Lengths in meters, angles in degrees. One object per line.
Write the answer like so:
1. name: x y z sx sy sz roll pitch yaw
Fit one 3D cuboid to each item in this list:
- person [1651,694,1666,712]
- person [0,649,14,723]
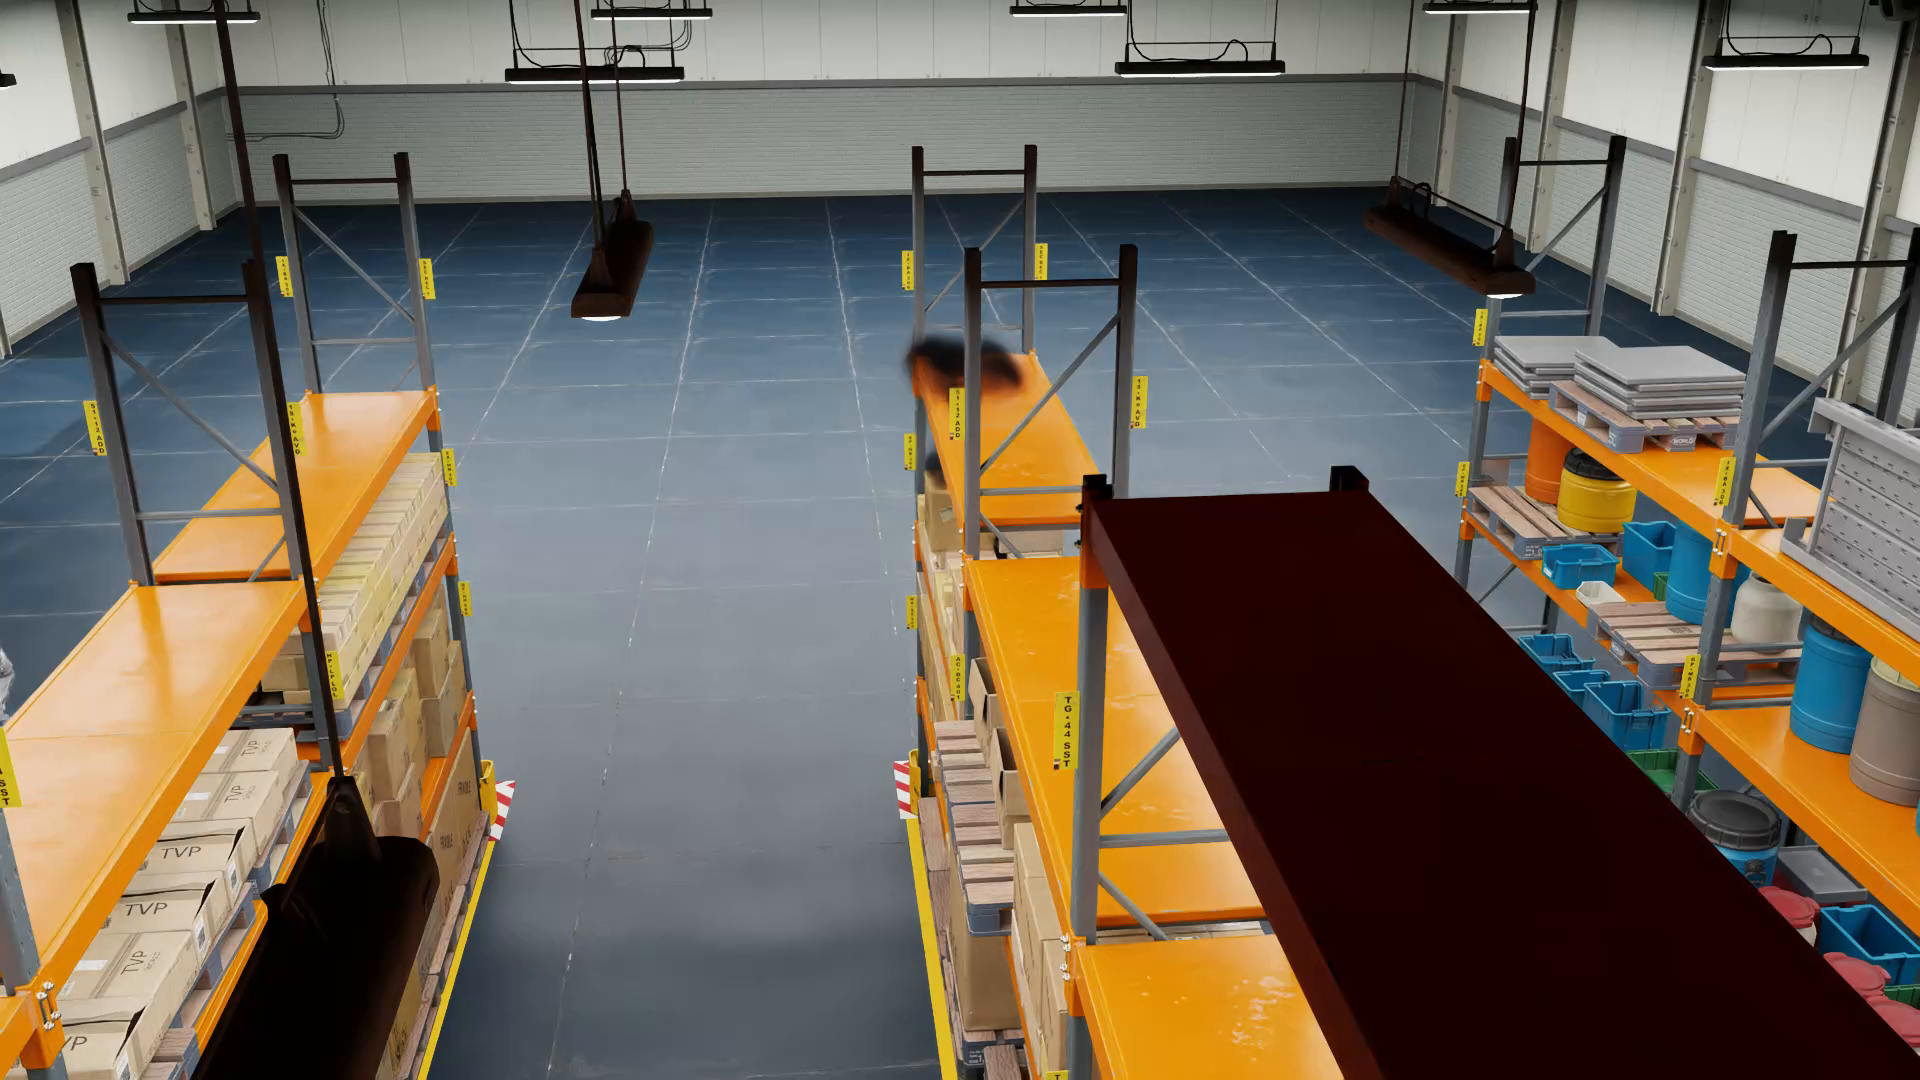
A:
1. person: 7.341 0.920 17.131 0.610 1.626 0.709 7 23 18
2. person: -9.769 1.117 16.466 0.690 1.729 0.649 -5 22 -13
